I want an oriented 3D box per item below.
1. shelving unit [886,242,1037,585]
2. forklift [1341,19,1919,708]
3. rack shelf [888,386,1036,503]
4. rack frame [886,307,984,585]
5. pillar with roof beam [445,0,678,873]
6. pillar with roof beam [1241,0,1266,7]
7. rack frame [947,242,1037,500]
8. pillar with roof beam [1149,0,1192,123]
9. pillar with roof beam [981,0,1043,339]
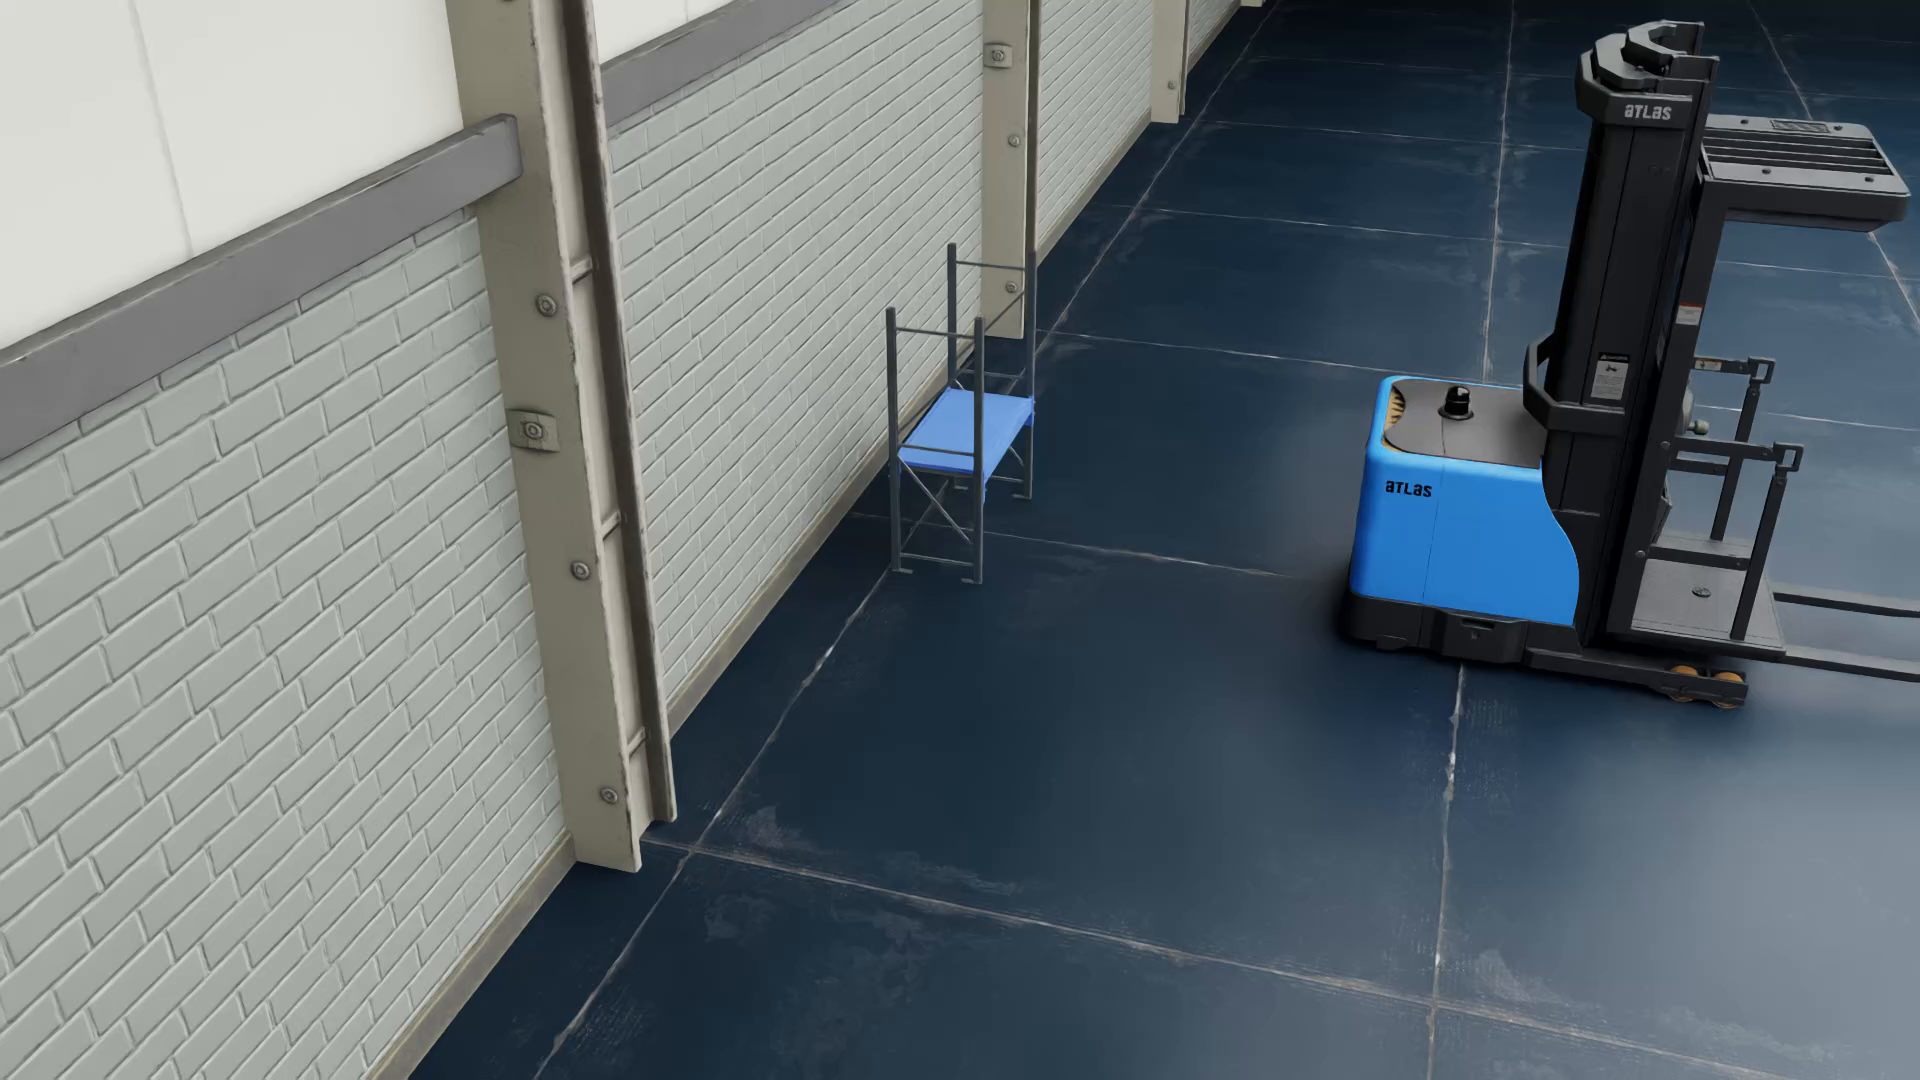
[{"bbox_3d":[0.025,-0.695,8.957,0.538,1.500,1.048,8,30,15],"label":"shelving unit"},{"bbox_3d":[3.480,-0.778,7.633,3.031,2.935,1.130,8,30,14],"label":"forklift"},{"bbox_3d":[0.025,-0.538,9.044,0.538,0.185,1.000,8,30,15],"label":"rack shelf"},{"bbox_3d":[-0.124,-0.459,8.532,0.500,1.500,0.032,8,30,15],"label":"rack frame"},{"bbox_3d":[2.701,-2.070,3.714,9.100,9.000,0.400,8,30,15],"label":"pillar with roof beam"},{"bbox_3d":[7.985,-10.435,18.751,9.100,9.000,0.400,8,30,15],"label":"pillar with roof beam"},{"bbox_3d":[0.174,-0.931,9.381,0.500,1.500,0.032,8,30,15],"label":"rack frame"},{"bbox_3d":[6.224,-7.646,13.739,9.100,9.000,0.400,8,30,15],"label":"pillar with roof beam"},{"bbox_3d":[4.463,-4.858,8.726,9.100,9.000,0.400,8,30,15],"label":"pillar with roof beam"}]
